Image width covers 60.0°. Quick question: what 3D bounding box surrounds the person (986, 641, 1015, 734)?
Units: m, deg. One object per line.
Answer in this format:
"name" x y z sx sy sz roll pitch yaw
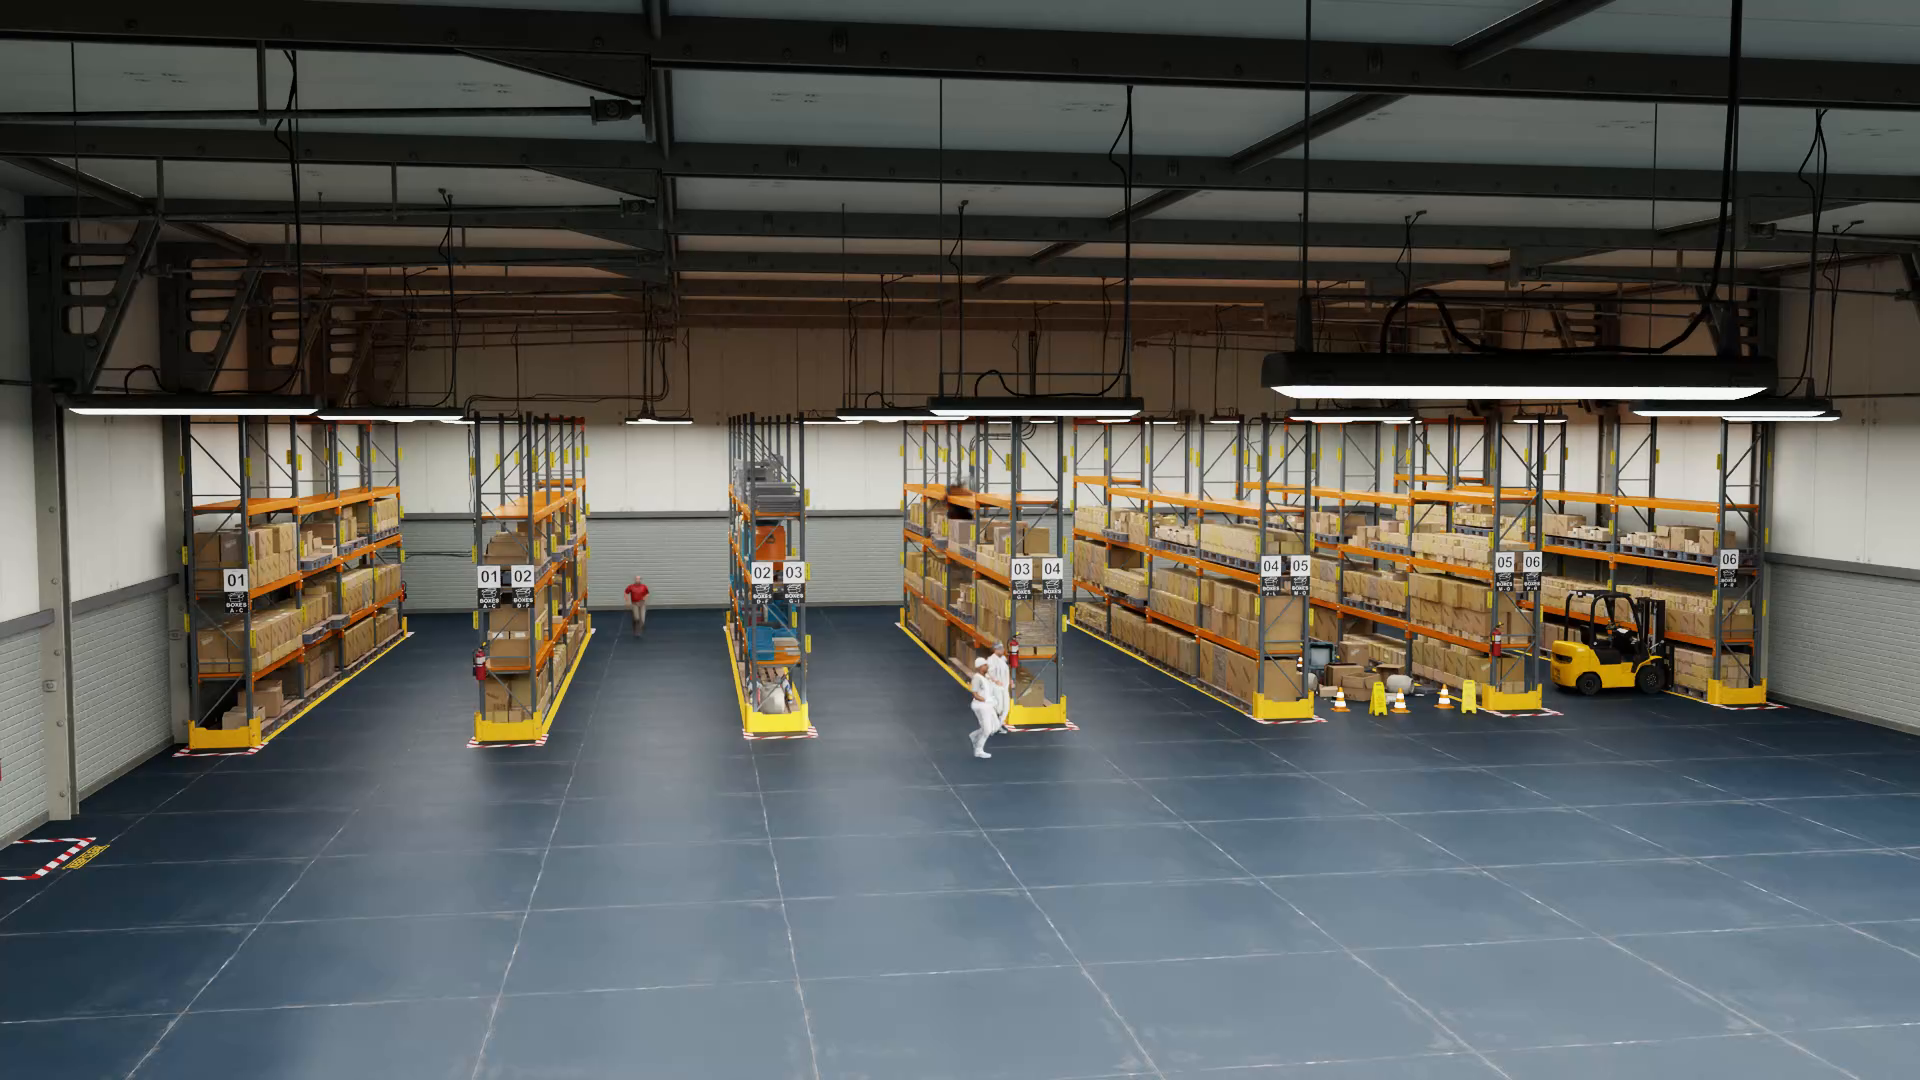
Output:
"person" 0.701 2.738 31.099 0.569 1.738 0.656 3 5 41

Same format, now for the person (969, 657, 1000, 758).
"person" 0.410 2.898 28.807 0.595 1.737 0.683 1 4 18

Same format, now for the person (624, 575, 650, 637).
"person" -8.732 1.802 45.133 0.653 1.685 0.646 -2 4 -25
